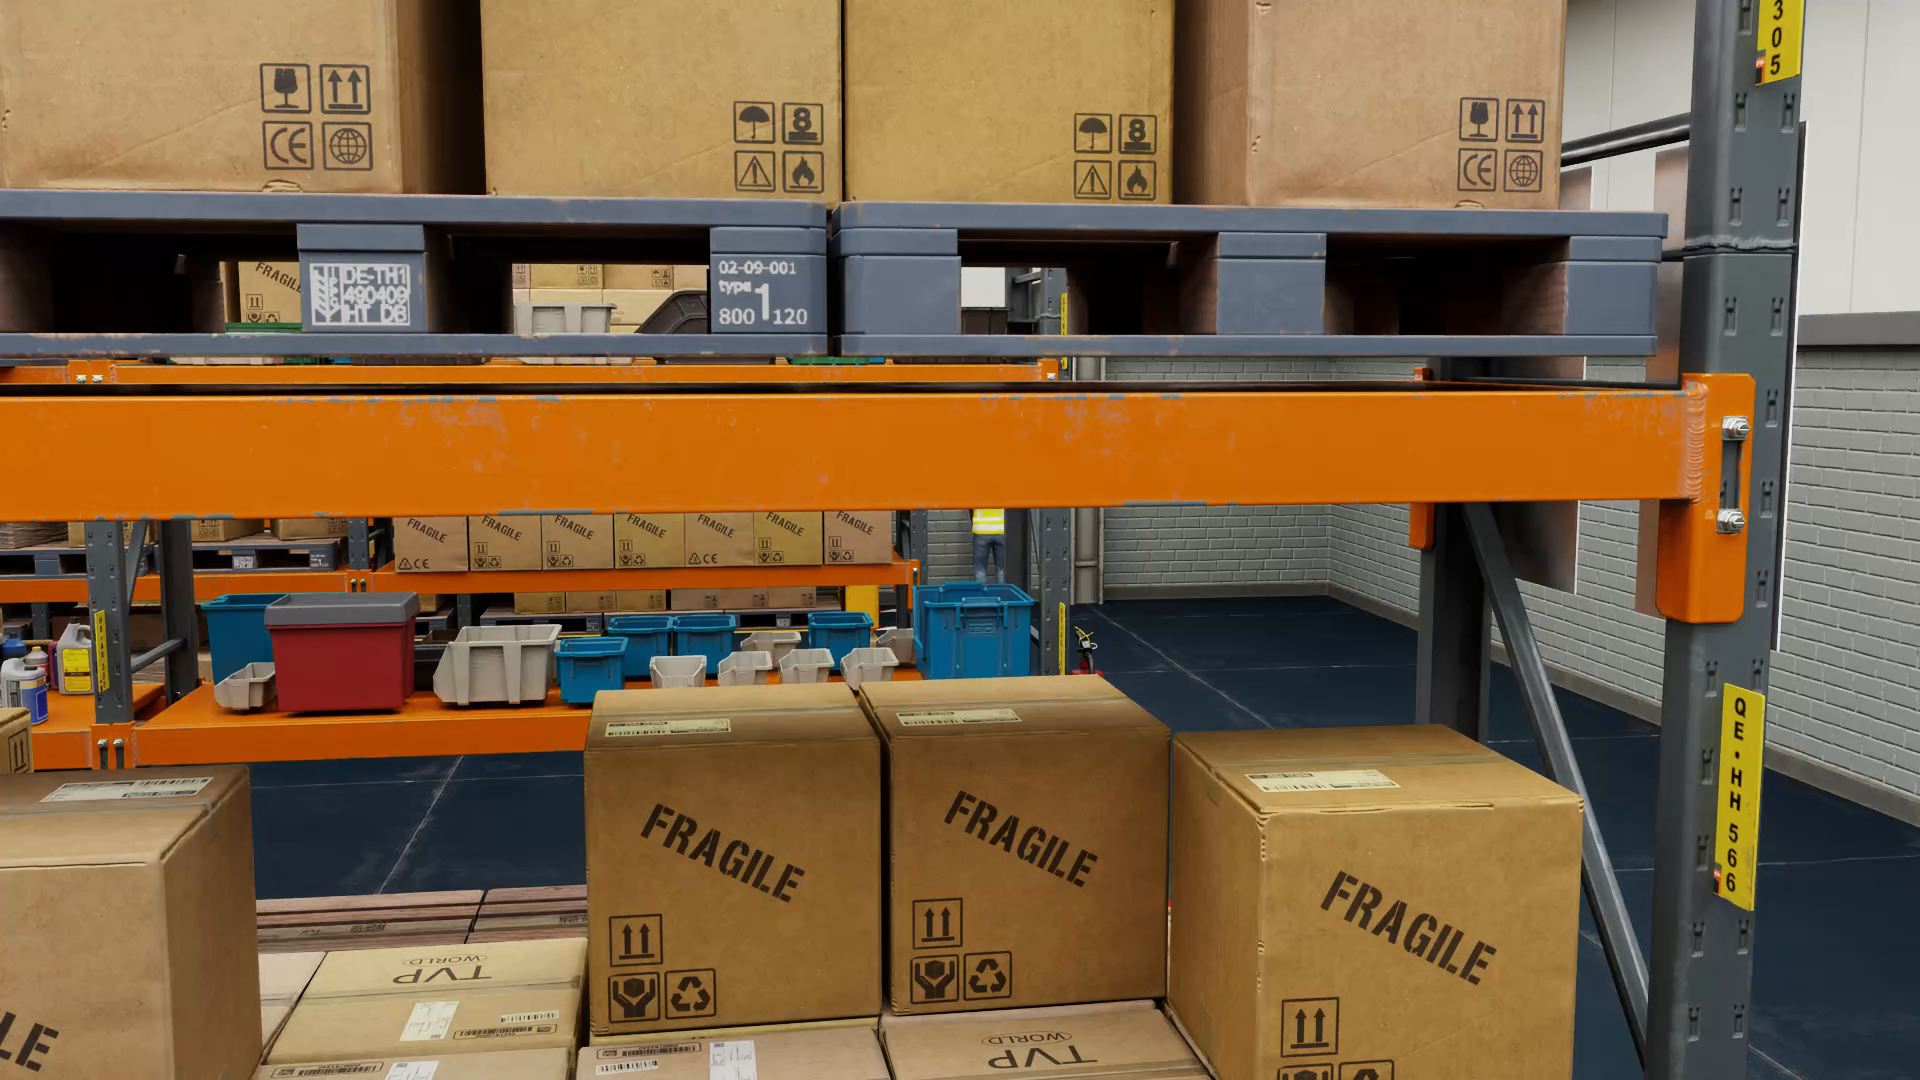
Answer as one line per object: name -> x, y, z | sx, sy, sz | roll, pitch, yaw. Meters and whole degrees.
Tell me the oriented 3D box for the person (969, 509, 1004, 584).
person -> 0.325, -0.071, 18.259 | 0.484, 1.760, 0.587 | -1, 7, -8
